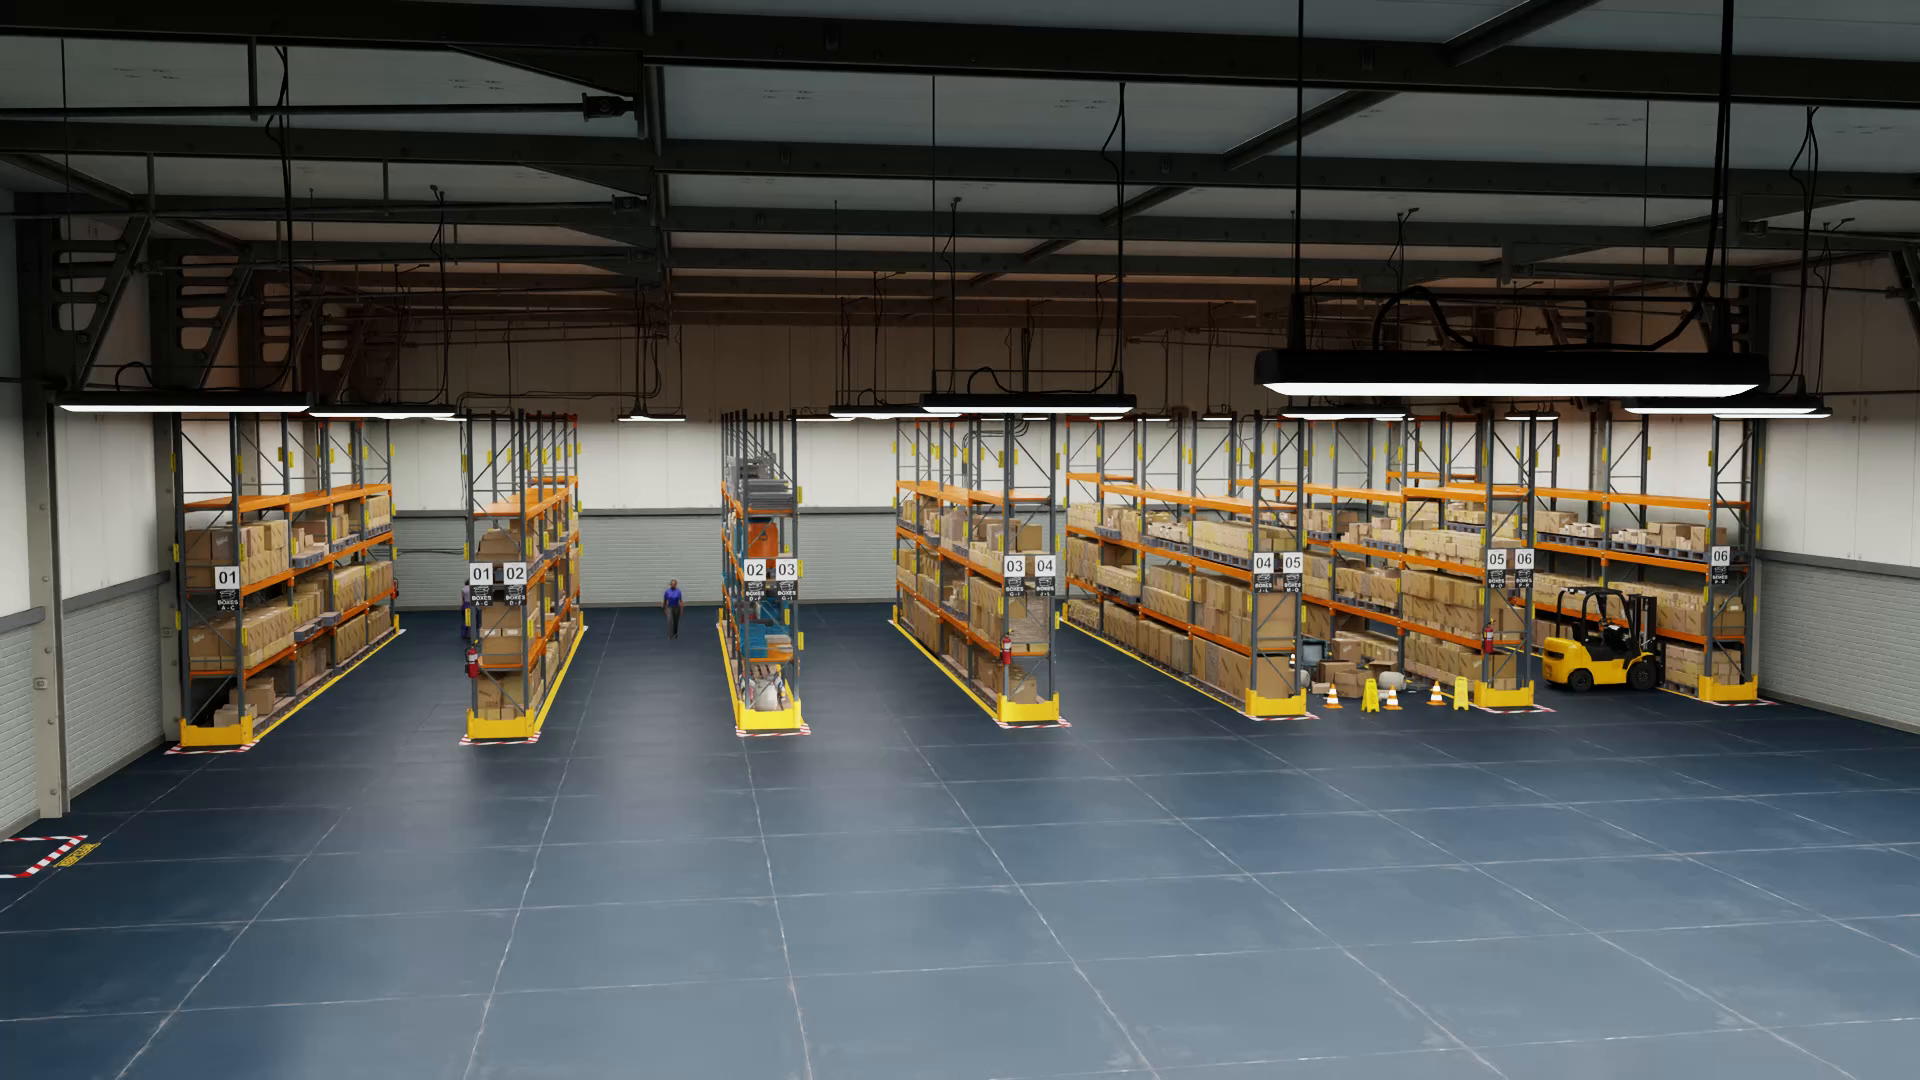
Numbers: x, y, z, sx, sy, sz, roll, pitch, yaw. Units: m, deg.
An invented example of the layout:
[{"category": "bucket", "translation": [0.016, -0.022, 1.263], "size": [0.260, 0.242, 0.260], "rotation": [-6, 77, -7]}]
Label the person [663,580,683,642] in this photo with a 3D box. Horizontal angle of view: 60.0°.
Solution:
[{"category": "person", "translation": [-7.572, 1.836, 43.888], "size": [0.502, 1.587, 1.061], "rotation": [-1, 4, -13]}]

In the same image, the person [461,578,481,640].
[{"category": "person", "translation": [-12.975, 1.870, 44.058], "size": [0.530, 1.725, 0.529], "rotation": [2, 5, 30]}]
